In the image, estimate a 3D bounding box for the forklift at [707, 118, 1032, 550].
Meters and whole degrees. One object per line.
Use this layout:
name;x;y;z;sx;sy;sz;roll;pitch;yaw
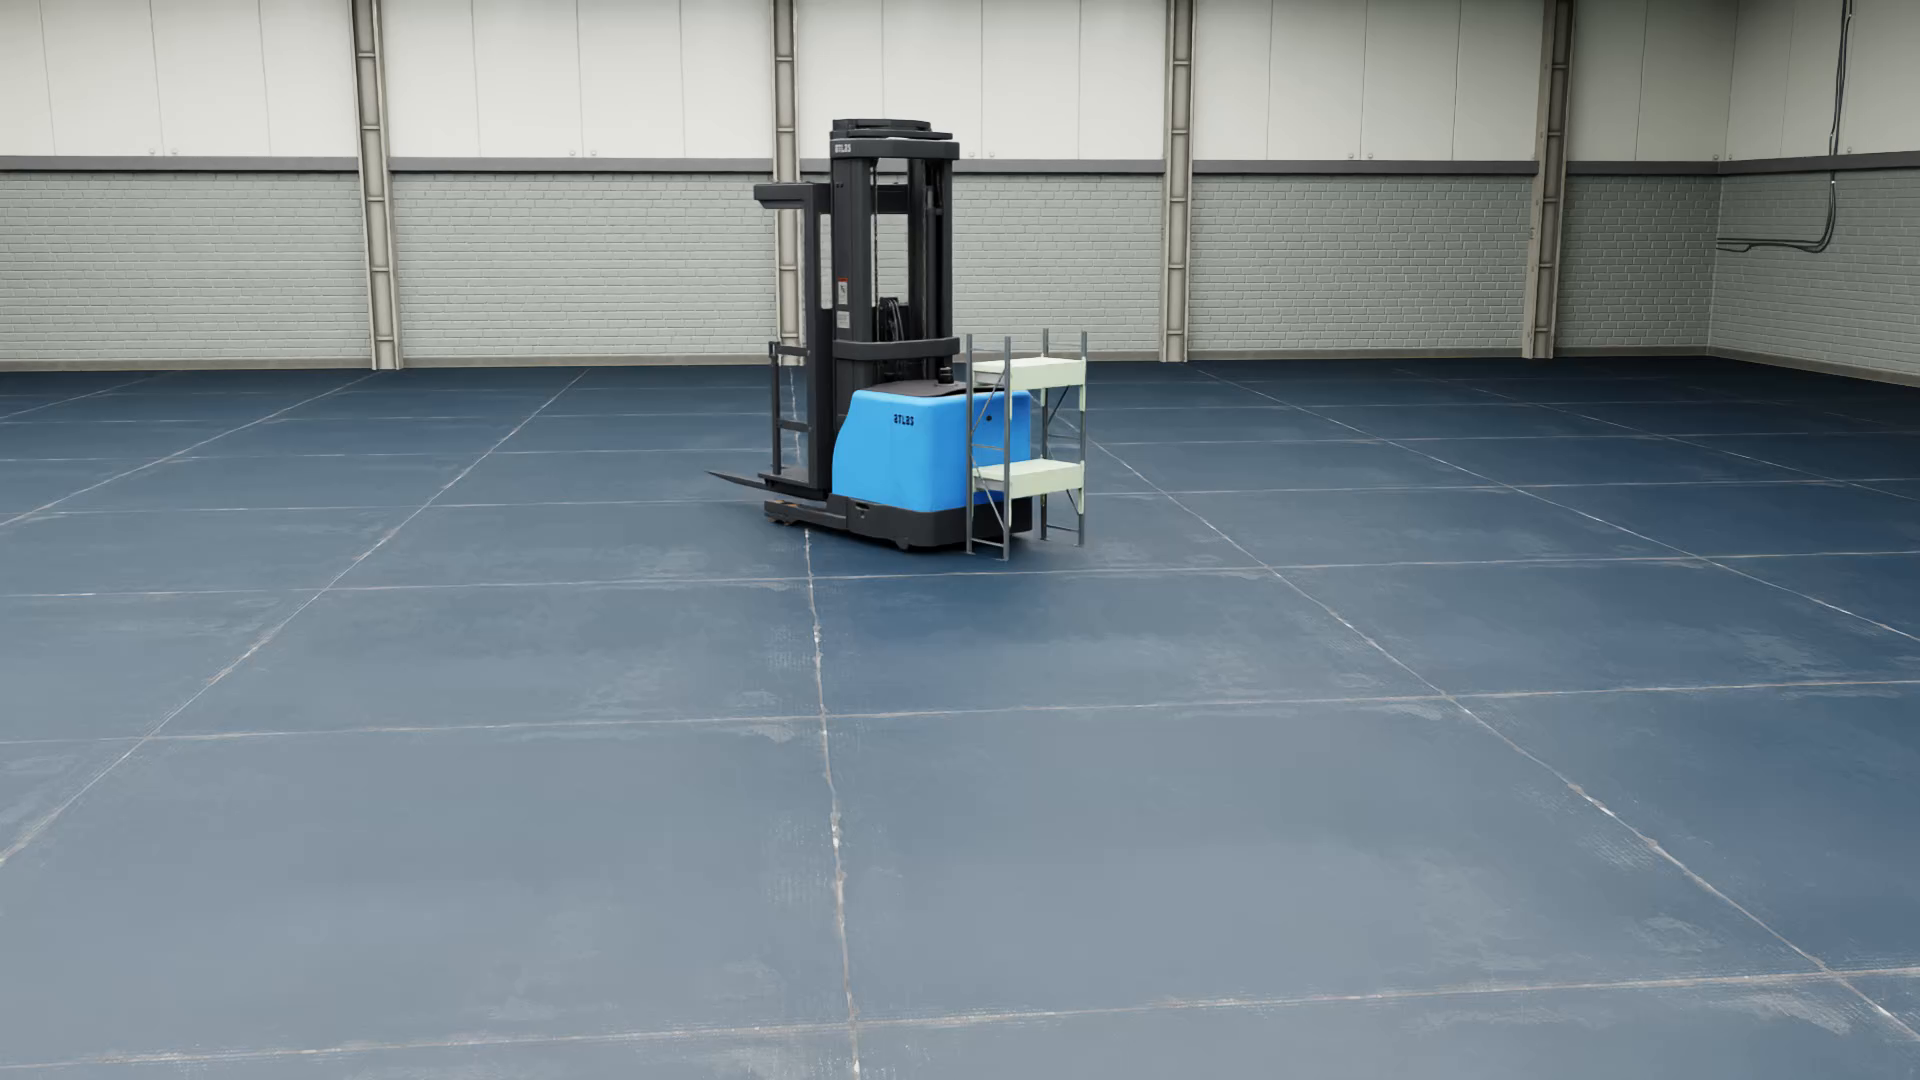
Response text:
forklift;-0.825;-1.599;12.405;1.130;2.935;3.031;-9;15;-40

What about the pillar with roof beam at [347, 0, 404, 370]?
pillar with roof beam;-8.112;-6.161;19.878;0.400;9.000;9.100;-1;11;-6

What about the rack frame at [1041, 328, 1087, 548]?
rack frame;0.722;-0.713;11.605;0.023;1.500;0.400;-10;15;-42

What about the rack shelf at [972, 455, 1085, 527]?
rack shelf;0.454;-0.345;11.424;0.720;0.370;0.431;-10;15;-42

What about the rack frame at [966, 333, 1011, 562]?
rack frame;0.186;-0.617;11.116;0.023;1.500;0.400;-10;15;-42

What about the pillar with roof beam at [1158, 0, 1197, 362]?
pillar with roof beam;3.818;-6.411;21.149;0.400;9.000;9.100;-1;11;-6

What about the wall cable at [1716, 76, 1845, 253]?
wall cable;12.390;-5.645;25.306;0.112;2.526;3.097;-1;11;-6

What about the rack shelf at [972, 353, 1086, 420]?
rack shelf;0.454;-1.048;11.286;0.720;0.370;0.431;-10;15;-42

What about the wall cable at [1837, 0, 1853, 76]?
wall cable;12.682;-7.605;22.180;0.112;2.526;3.097;-1;11;-6

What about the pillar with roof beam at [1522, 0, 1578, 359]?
pillar with roof beam;9.783;-6.536;21.785;0.400;9.000;9.100;-1;11;-6

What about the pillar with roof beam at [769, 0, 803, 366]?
pillar with roof beam;-2.147;-6.286;20.513;0.400;9.000;9.100;-1;11;-6

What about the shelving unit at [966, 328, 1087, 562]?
shelving unit;0.454;-0.665;11.361;0.755;1.500;0.431;-10;15;-42
